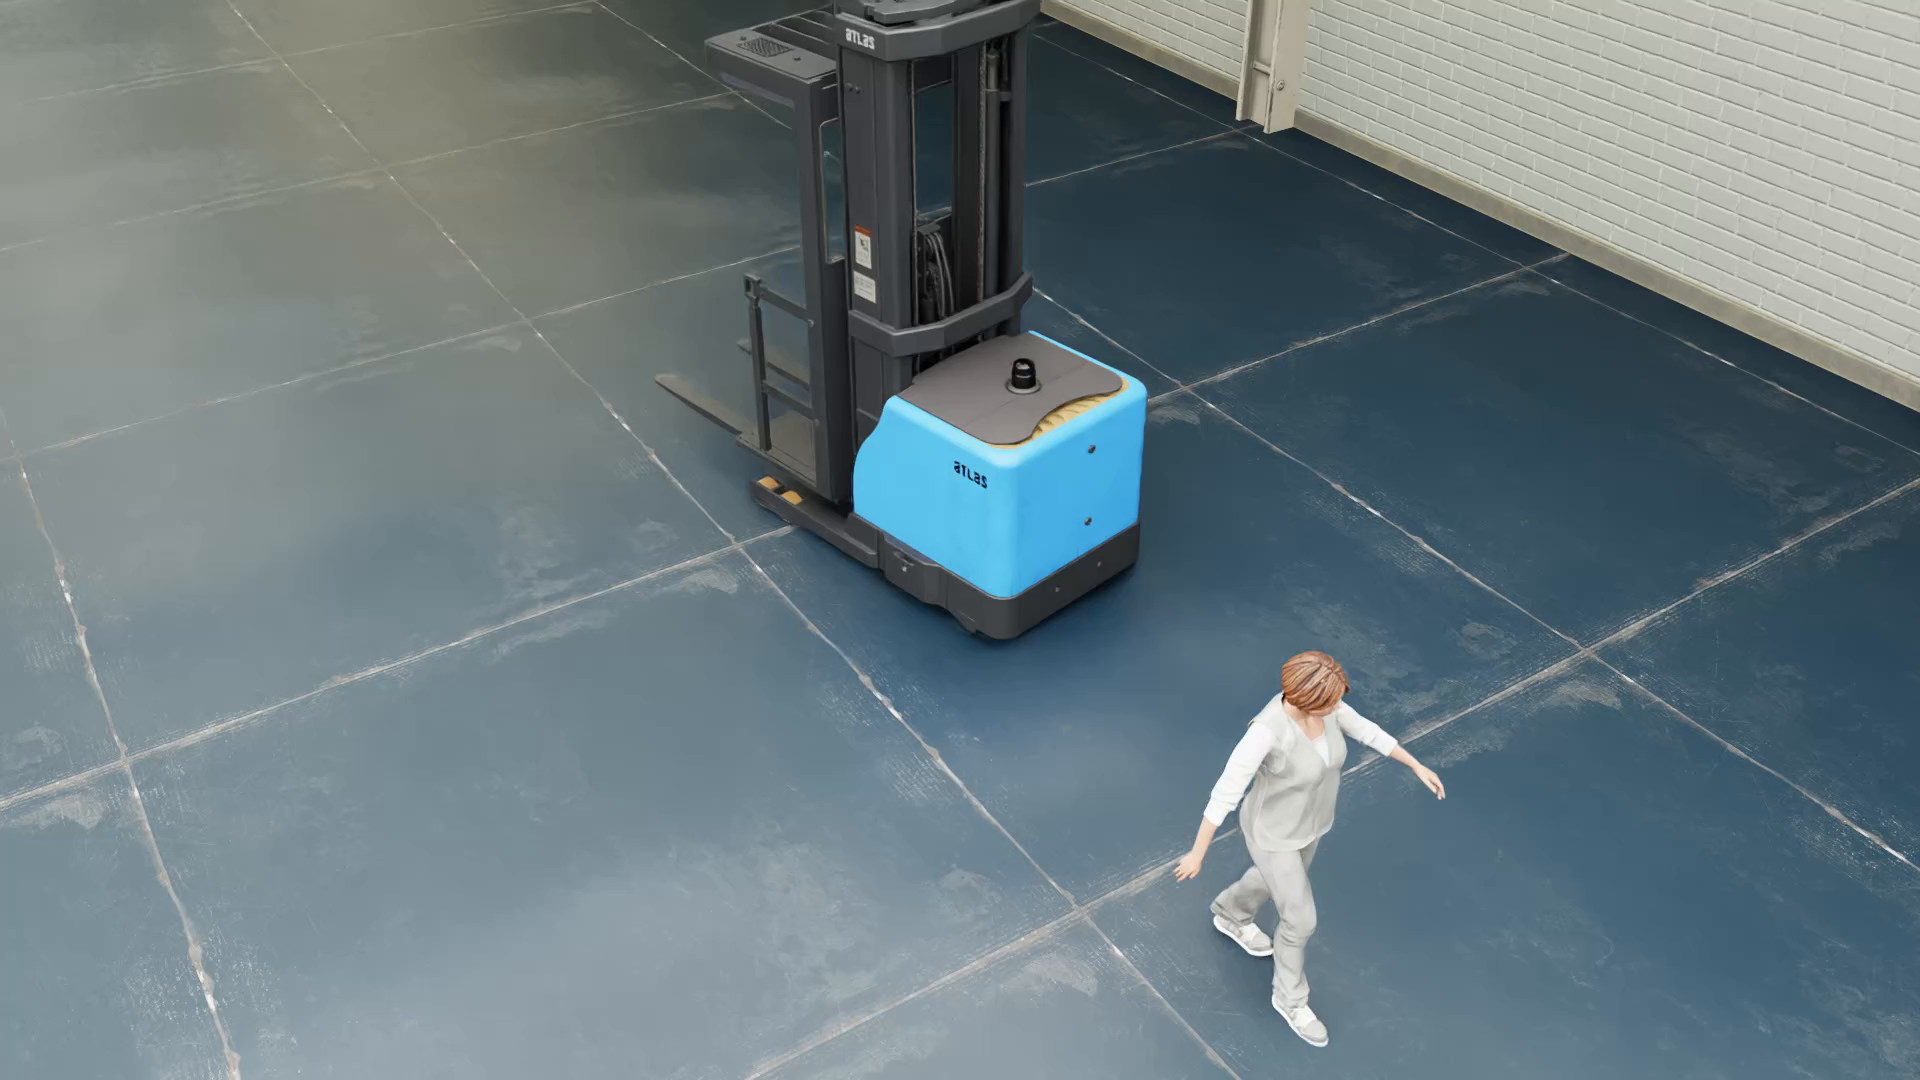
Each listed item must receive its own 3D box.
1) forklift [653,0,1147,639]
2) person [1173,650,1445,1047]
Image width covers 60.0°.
[{"bbox_3d":[-0.485,-1.476,8.248,1.130,2.935,3.031,-29,45,-35],"label":"forklift"},{"bbox_3d":[1.169,1.052,5.858,0.826,1.573,0.701,-30,45,-35],"label":"person"}]
